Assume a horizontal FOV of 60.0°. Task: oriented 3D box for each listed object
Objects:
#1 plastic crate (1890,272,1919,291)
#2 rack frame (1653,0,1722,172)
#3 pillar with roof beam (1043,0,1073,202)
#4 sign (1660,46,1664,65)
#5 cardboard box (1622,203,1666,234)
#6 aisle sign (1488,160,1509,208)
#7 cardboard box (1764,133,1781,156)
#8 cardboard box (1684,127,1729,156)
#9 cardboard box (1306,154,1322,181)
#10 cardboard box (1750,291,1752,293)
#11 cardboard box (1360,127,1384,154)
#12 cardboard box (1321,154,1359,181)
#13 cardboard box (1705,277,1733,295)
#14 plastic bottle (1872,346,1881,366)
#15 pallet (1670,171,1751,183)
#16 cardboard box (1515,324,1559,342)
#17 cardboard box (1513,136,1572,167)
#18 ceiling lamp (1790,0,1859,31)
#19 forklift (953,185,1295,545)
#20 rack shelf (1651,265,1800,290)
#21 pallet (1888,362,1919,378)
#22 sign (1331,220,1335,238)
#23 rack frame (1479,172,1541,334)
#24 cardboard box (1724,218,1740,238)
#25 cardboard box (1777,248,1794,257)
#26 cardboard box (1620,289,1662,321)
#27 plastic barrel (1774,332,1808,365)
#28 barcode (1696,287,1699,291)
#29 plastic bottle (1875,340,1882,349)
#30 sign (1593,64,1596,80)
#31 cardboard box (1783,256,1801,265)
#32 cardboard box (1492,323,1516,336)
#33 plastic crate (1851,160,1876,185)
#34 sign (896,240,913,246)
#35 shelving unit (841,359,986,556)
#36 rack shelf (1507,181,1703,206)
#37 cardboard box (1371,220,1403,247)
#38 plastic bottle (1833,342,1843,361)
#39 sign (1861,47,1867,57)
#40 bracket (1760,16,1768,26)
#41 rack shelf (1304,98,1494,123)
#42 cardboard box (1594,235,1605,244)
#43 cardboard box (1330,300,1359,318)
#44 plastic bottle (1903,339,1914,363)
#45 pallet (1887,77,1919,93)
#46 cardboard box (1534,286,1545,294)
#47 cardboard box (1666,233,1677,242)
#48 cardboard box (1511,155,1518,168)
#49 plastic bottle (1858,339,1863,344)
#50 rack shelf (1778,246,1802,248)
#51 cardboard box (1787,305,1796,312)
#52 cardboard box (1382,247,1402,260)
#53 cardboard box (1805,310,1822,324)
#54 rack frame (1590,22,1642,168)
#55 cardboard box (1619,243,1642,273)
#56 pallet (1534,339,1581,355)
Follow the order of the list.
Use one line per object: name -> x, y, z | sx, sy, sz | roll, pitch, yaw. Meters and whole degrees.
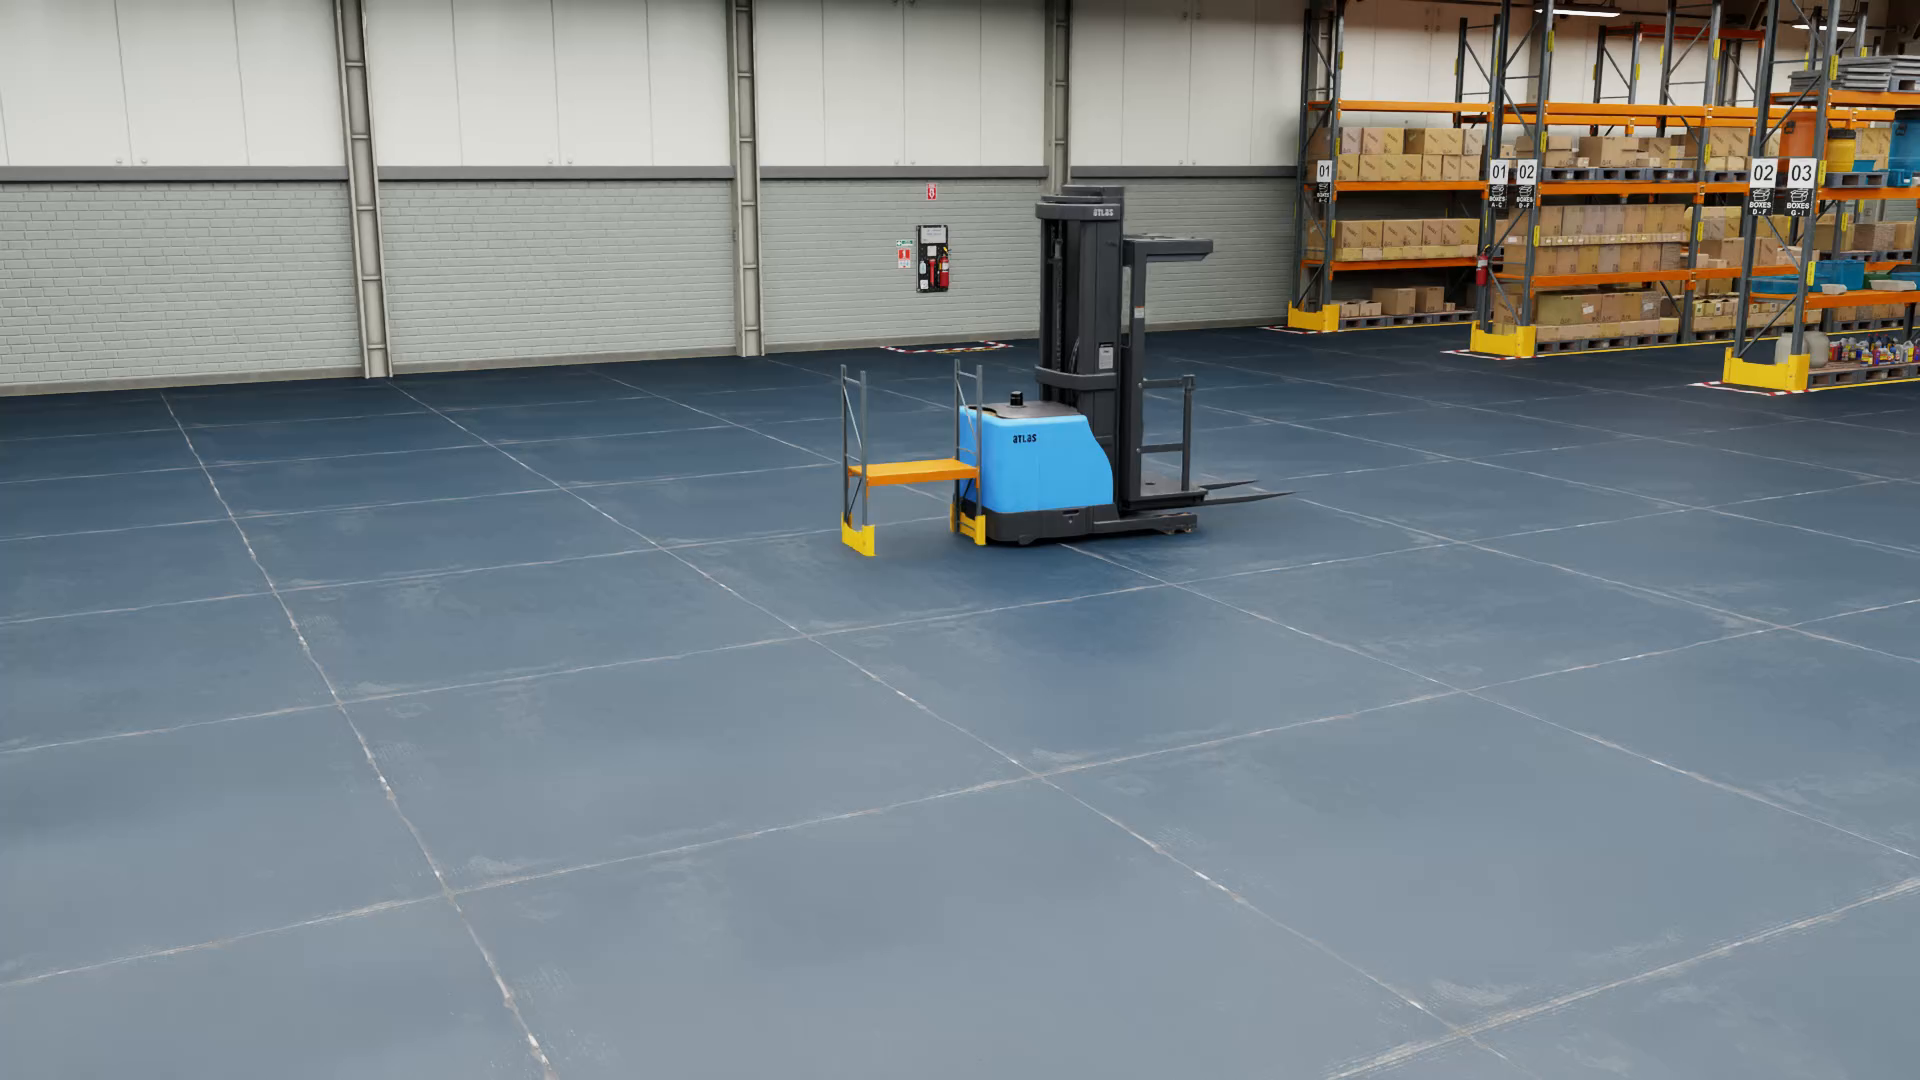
plastic crate -> 14.232, -3.855, 24.745 | 0.616, 0.251, 0.499 | -7, 14, -28
rack frame -> 12.704, -7.978, 29.063 | 0.127, 3.000, 1.000 | -7, 14, -28
pillar with roof beam -> 3.812, -7.291, 26.010 | 0.400, 9.000, 9.100 | -7, 14, -28
sign -> 12.433, -8.576, 29.411 | 0.005, 0.325, 0.100 | -7, 14, -28
cardboard box -> 11.874, -5.632, 29.118 | 0.500, 0.500, 0.700 | -7, 14, -28
aisle sign -> 8.994, -5.948, 27.787 | 0.004, 0.787, 0.394 | -7, 14, -28
cardboard box -> 18.109, -8.878, 37.342 | 0.500, 0.500, 0.500 | -7, 14, -28
cardboard box -> 13.264, -7.069, 29.535 | 0.500, 0.500, 0.500 | -7, 14, -27
cardboard box -> 7.061, -7.199, 32.161 | 0.500, 0.500, 0.500 | -6, 14, -24
cardboard box -> 15.157, -4.554, 31.540 | 0.500, 0.311, 0.500 | -7, 15, -29
cardboard box -> 7.735, -7.631, 31.803 | 0.500, 0.500, 0.500 | -7, 14, -29
cardboard box -> 7.229, -7.093, 31.692 | 0.500, 0.500, 0.500 | -6, 14, -26
cardboard box -> 16.840, -5.910, 37.476 | 0.750, 0.750, 0.750 | -7, 14, -27
plastic bottle -> 13.511, -2.716, 24.529 | 0.133, 0.283, 0.061 | -7, 14, -27
pallet -> 13.472, -6.516, 29.837 | 1.217, 0.209, 0.805 | -8, 15, -30
cardboard box -> 9.770, -3.507, 28.168 | 0.500, 0.250, 0.500 | -7, 14, -28
cardboard box -> 9.699, -6.477, 27.715 | 0.637, 0.503, 0.797 | -6, 14, -24
ceiling lamp -> 17.961, -11.993, 33.609 | 2.000, 3.185, 0.800 | -7, 14, -28
forklift -> 1.503, -1.578, 14.444 | 3.031, 2.935, 1.130 | -5, 14, -23
rack shelf -> 14.459, -4.911, 30.736 | 4.000, 0.370, 1.077 | -7, 14, -28
pallet -> 14.464, -2.673, 25.506 | 1.213, 0.211, 1.003 | -7, 14, -28
sign -> 7.076, -5.902, 31.532 | 0.005, 0.325, 0.100 | -7, 14, -28
rack frame -> 9.193, -4.630, 27.852 | 0.127, 3.000, 1.000 | -7, 14, -28
cardboard box -> 17.064, -6.953, 37.224 | 0.500, 0.500, 0.500 | -7, 15, -29
cardboard box -> 15.337, -5.372, 31.349 | 0.500, 0.311, 0.500 | -7, 14, -29
cardboard box -> 11.957, -4.139, 29.267 | 0.500, 0.500, 0.500 | -7, 14, -28
plastic barrel -> 12.104, -2.750, 24.209 | 0.421, 0.512, 0.421 | 0, 13, 0
barcode -> 13.127, -4.461, 29.605 | 0.075, 0.075, 0.001 | -7, 14, -28
plastic bottle -> 14.097, -2.936, 25.536 | 0.097, 0.271, 0.097 | 0, 13, 0
sign -> 13.569, -9.992, 35.527 | 0.005, 0.325, 0.100 | -7, 14, -28
cardboard box -> 15.558, -5.201, 30.962 | 0.250, 0.149, 0.380 | -7, 14, -28
cardboard box -> 9.522, -3.607, 28.611 | 0.500, 0.250, 0.500 | -7, 14, -28
plastic crate -> 13.092, -5.390, 24.430 | 0.575, 0.384, 0.392 | -7, 14, -28
sign -> -0.964, -5.177, 28.995 | 0.331, 0.109, 0.001 | -7, 14, -28
shelving unit -> -0.390, -0.703, 13.816 | 1.083, 1.500, 0.587 | -5, 14, -23
rack shelf -> 10.948, -5.953, 28.536 | 4.000, 0.370, 1.077 | -7, 14, -28
cardboard box -> 8.274, -5.983, 32.448 | 0.500, 0.500, 0.500 | -7, 15, -30
plastic bottle -> 13.251, -2.843, 25.096 | 0.133, 0.283, 0.061 | -7, 14, -28
sign -> 16.484, -8.825, 30.339 | 0.005, 0.325, 0.100 | -7, 14, -28
bracket -> 18.083, -11.745, 37.606 | 0.430, 0.232, 0.235 | -7, 14, -28
rack shelf -> 8.571, -8.369, 32.448 | 4.000, 0.370, 1.077 | -7, 14, -28
cardboard box -> 10.770, -5.131, 28.372 | 0.250, 0.149, 0.380 | -7, 14, -29
cardboard box -> 7.466, -4.543, 32.585 | 0.500, 0.311, 0.500 | -9, 15, -34
plastic bottle -> 14.195, -2.841, 24.932 | 0.185, 0.351, 0.144 | -7, 14, -28
pallet -> 13.291, -6.514, 23.901 | 1.213, 0.211, 1.003 | -7, 14, -28
cardboard box -> 11.862, -5.191, 35.035 | 0.500, 0.500, 0.700 | -7, 14, -27
cardboard box -> 12.350, -5.321, 29.215 | 0.250, 0.149, 0.380 | -7, 15, -29
cardboard box -> 11.386, -7.737, 34.071 | 0.500, 0.311, 0.500 | -6, 14, -26
plastic bottle -> 13.836, -2.951, 25.576 | 0.133, 0.283, 0.061 | -6, 14, -25
rack shelf -> 19.104, -6.706, 38.715 | 4.000, 0.370, 1.077 | -7, 14, -28
cardboard box -> 15.420, -4.450, 31.081 | 0.500, 0.311, 0.500 | -7, 14, -29
cardboard box -> 8.295, -5.621, 32.550 | 0.500, 0.250, 0.500 | -7, 15, -29
cardboard box -> 15.870, -4.233, 31.392 | 0.500, 0.250, 0.500 | -6, 14, -27
rack frame -> 13.838, -9.353, 35.173 | 0.127, 3.000, 1.000 | -7, 14, -28
cardboard box -> 11.415, -4.943, 29.015 | 0.500, 0.500, 0.700 | -7, 14, -27
pallet -> 9.844, -3.358, 28.551 | 1.213, 0.211, 1.003 | -7, 14, -28
